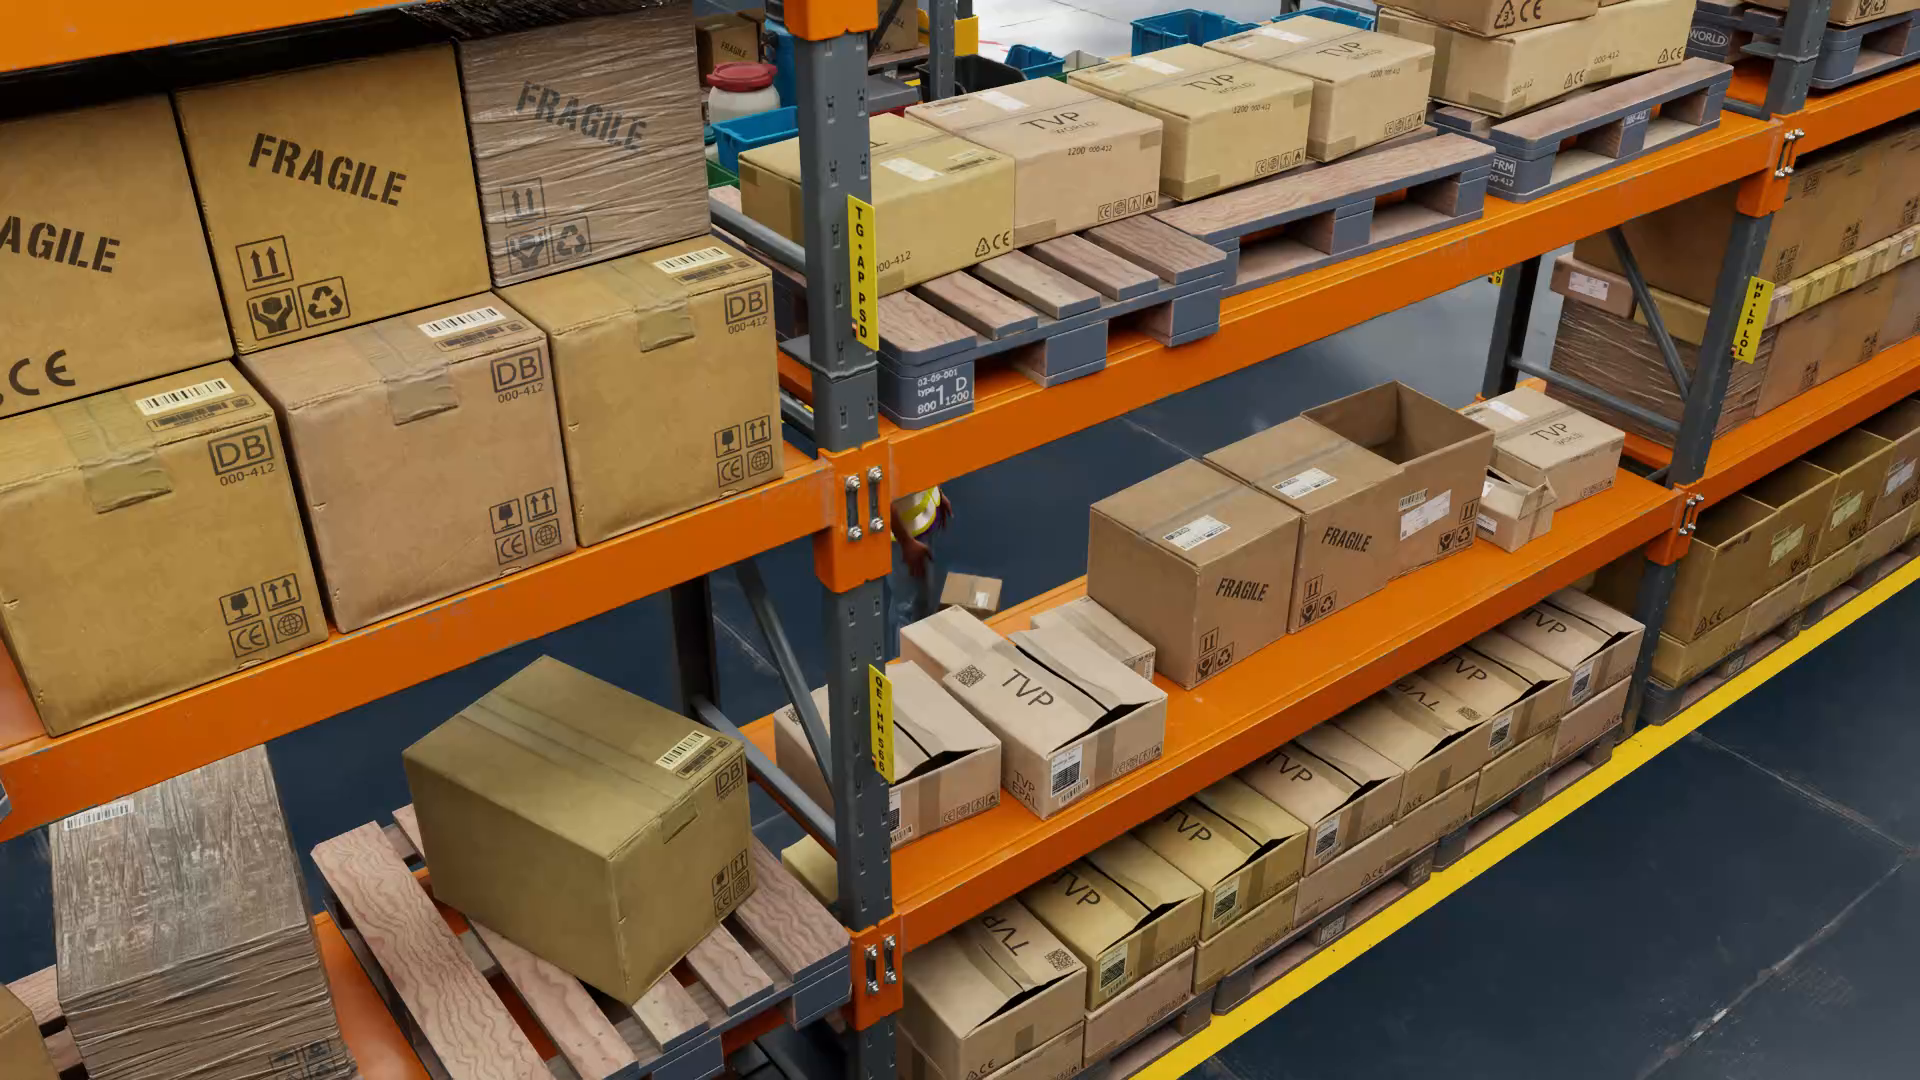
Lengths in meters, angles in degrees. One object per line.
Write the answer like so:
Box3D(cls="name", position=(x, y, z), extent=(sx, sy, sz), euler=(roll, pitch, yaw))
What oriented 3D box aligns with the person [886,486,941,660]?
Box3D(cls="person", position=(-0.166, -0.076, 7.219), extent=(0.574, 1.769, 0.665), euler=(5, 32, 9))
